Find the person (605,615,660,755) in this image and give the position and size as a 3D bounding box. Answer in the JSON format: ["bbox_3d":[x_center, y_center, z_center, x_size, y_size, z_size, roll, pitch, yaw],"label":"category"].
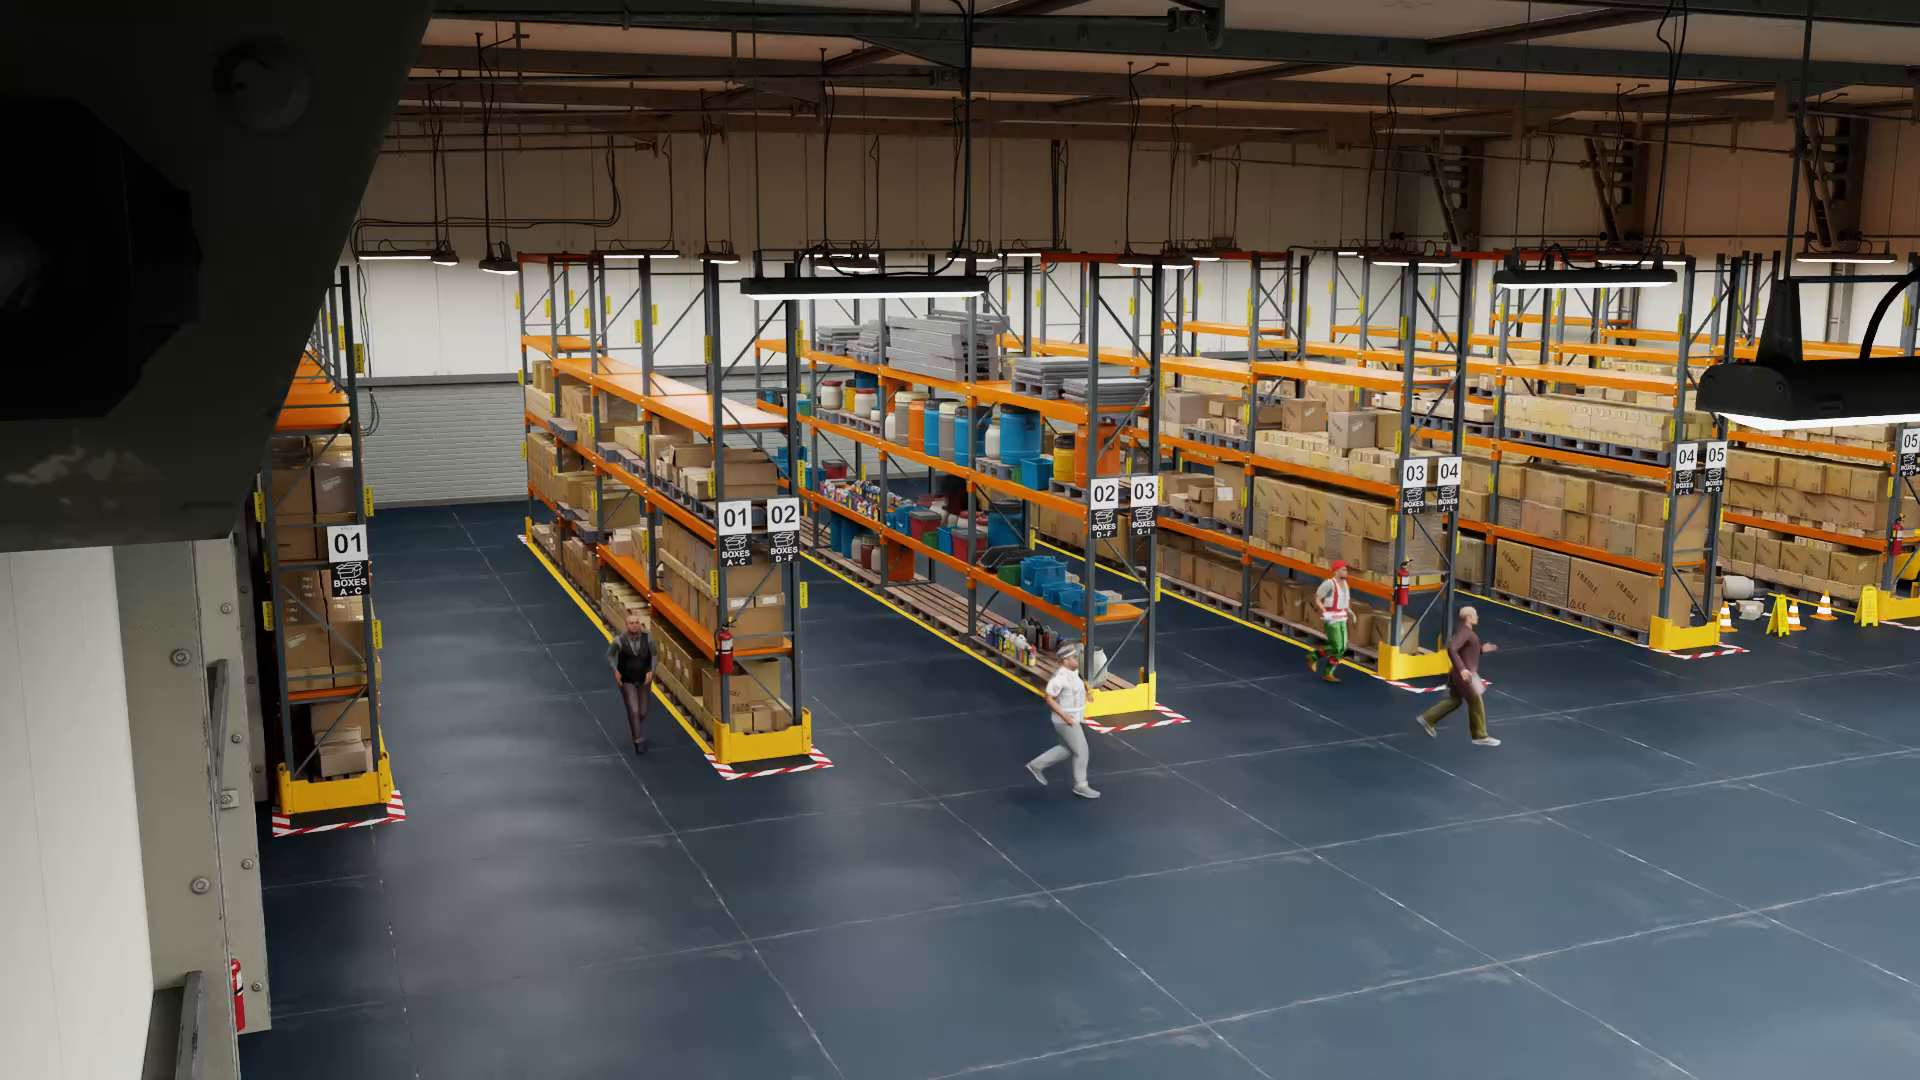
[{"bbox_3d":[-4.072,1.760,20.738,0.667,1.716,0.773,-4,11,-22],"label":"person"}]

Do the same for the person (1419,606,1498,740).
[{"bbox_3d":[6.228,1.651,20.715,0.906,1.689,0.703,1,10,6],"label":"person"}]

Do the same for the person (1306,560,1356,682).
[{"bbox_3d":[5.393,1.143,23.967,0.670,1.734,0.586,-9,14,-40],"label":"person"}]

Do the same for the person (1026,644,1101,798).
[{"bbox_3d":[1.188,2.048,18.989,0.870,1.790,0.652,2,10,8],"label":"person"}]
